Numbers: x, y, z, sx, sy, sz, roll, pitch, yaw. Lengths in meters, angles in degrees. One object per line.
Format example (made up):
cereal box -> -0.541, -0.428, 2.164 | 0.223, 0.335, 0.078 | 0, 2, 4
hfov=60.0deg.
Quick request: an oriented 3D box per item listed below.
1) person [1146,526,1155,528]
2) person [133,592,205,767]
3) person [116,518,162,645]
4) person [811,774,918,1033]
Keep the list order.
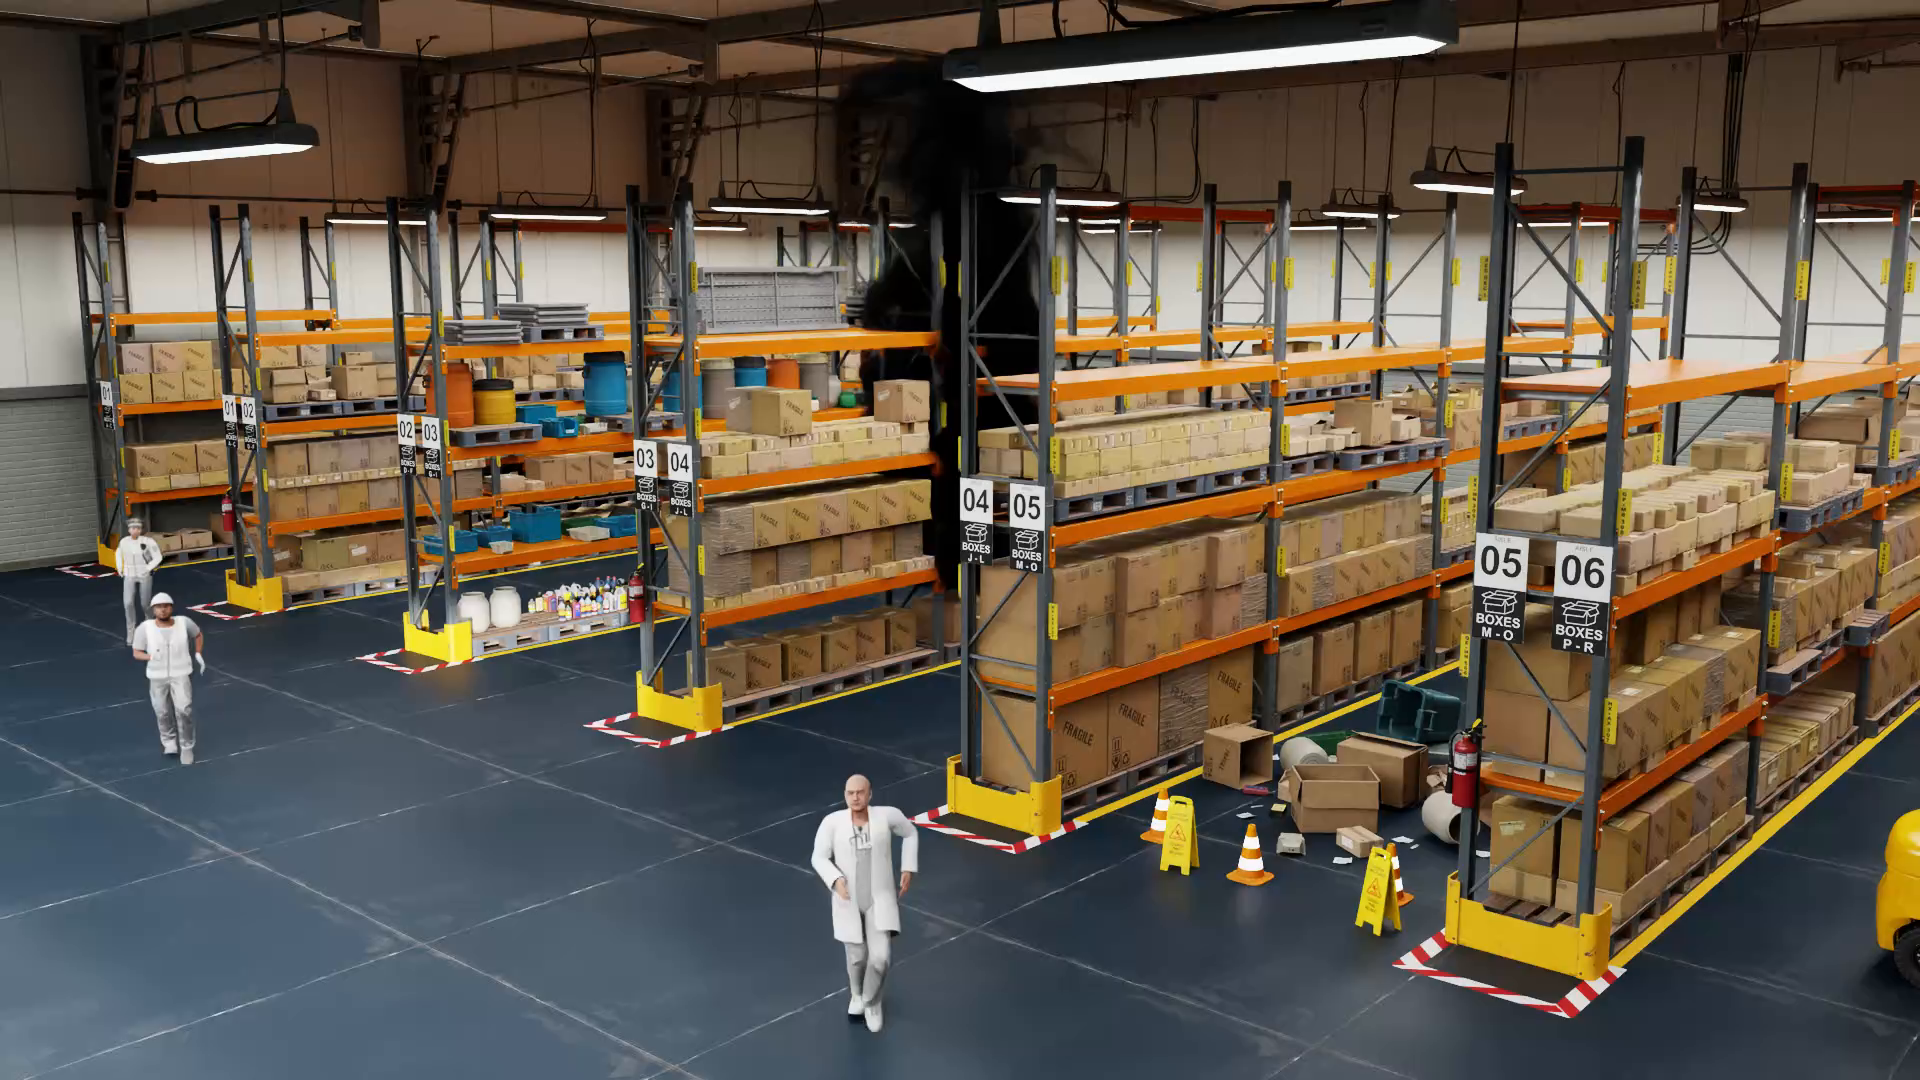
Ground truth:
person -> 2.621, 0.527, 22.846 | 0.678, 1.860, 0.797 | 7, 12, 36
person -> -8.188, 1.446, 17.246 | 0.656, 1.825, 0.744 | -4, 10, -22
person -> -11.374, 0.533, 23.039 | 0.628, 1.716, 0.893 | -2, 10, -13
person -> -0.645, 2.463, 11.290 | 0.719, 1.770, 0.741 | 0, 9, 0
